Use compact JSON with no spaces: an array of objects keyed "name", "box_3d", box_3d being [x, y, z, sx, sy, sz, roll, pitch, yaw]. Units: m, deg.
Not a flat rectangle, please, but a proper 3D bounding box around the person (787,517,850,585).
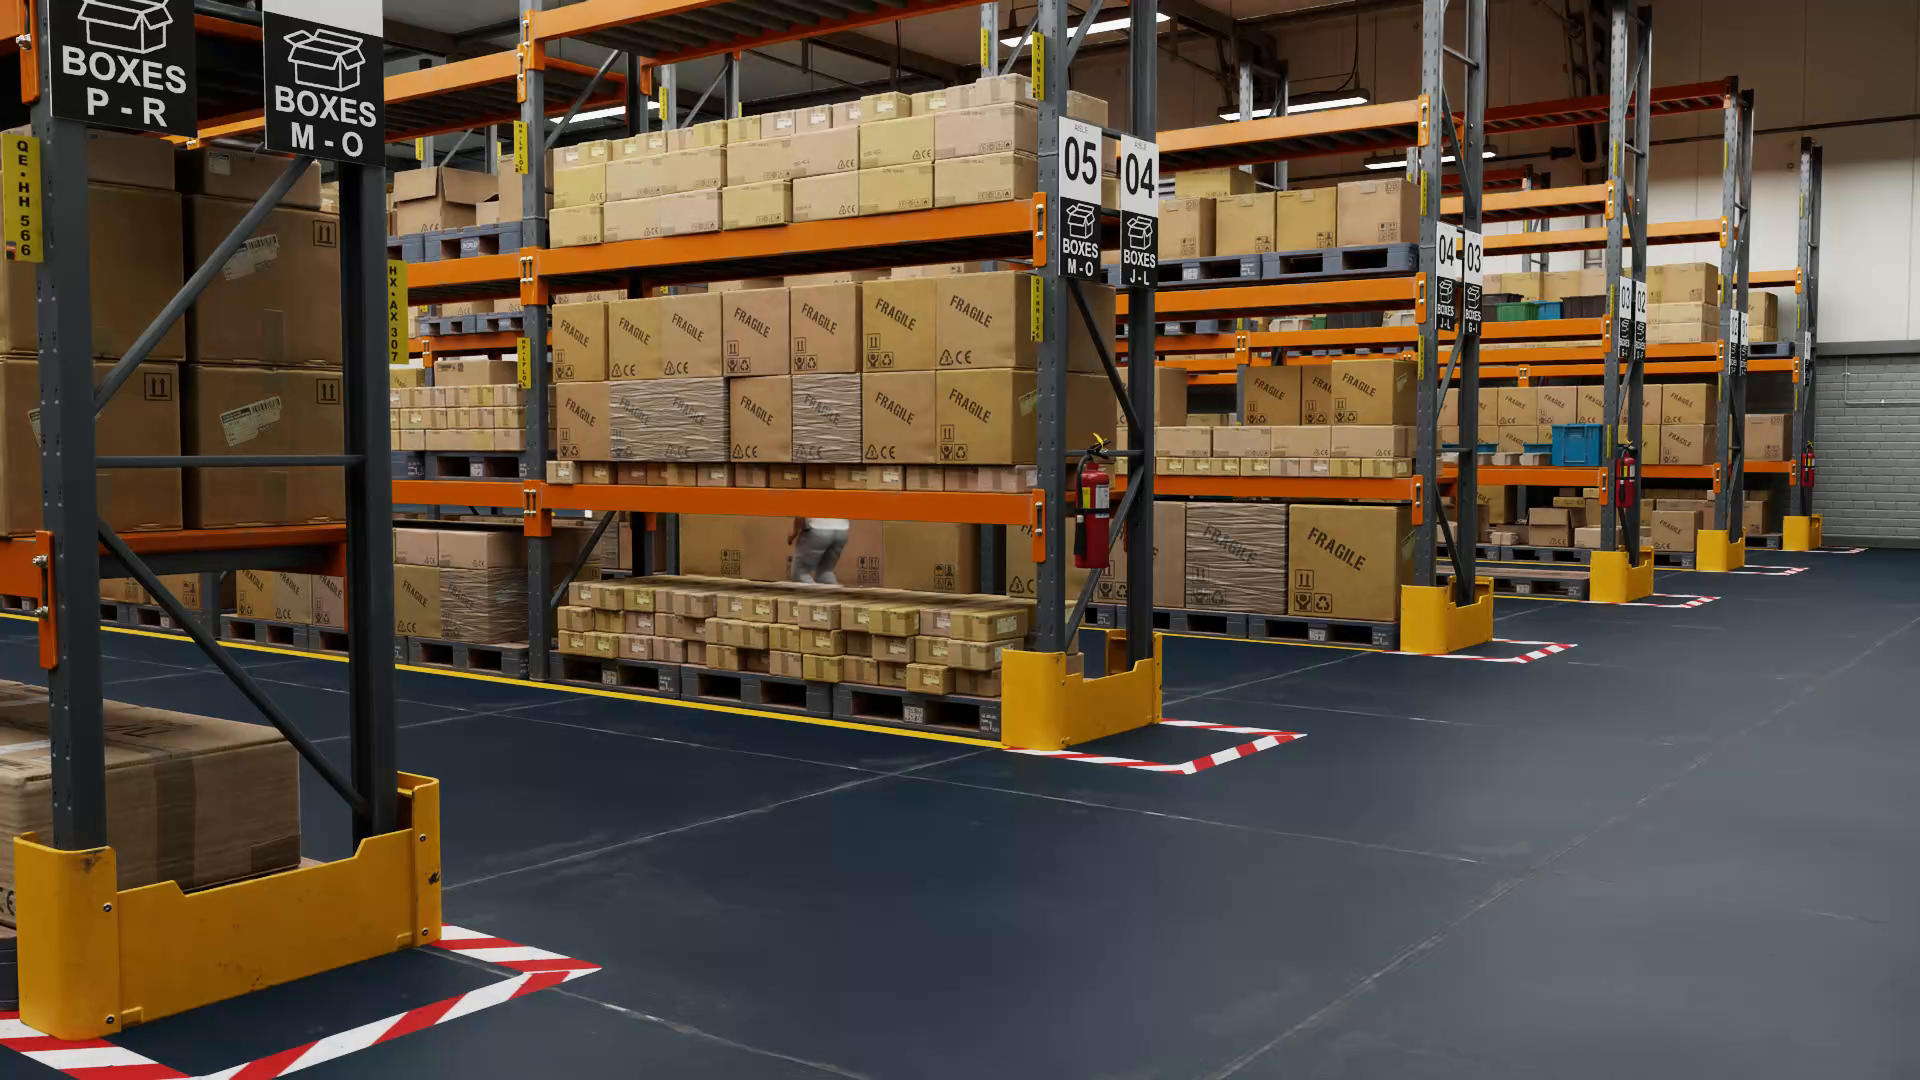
[{"name":"person","box_3d":[-1.227,-0.057,14.228,0.496,1.611,0.500,3,4,37]}]
